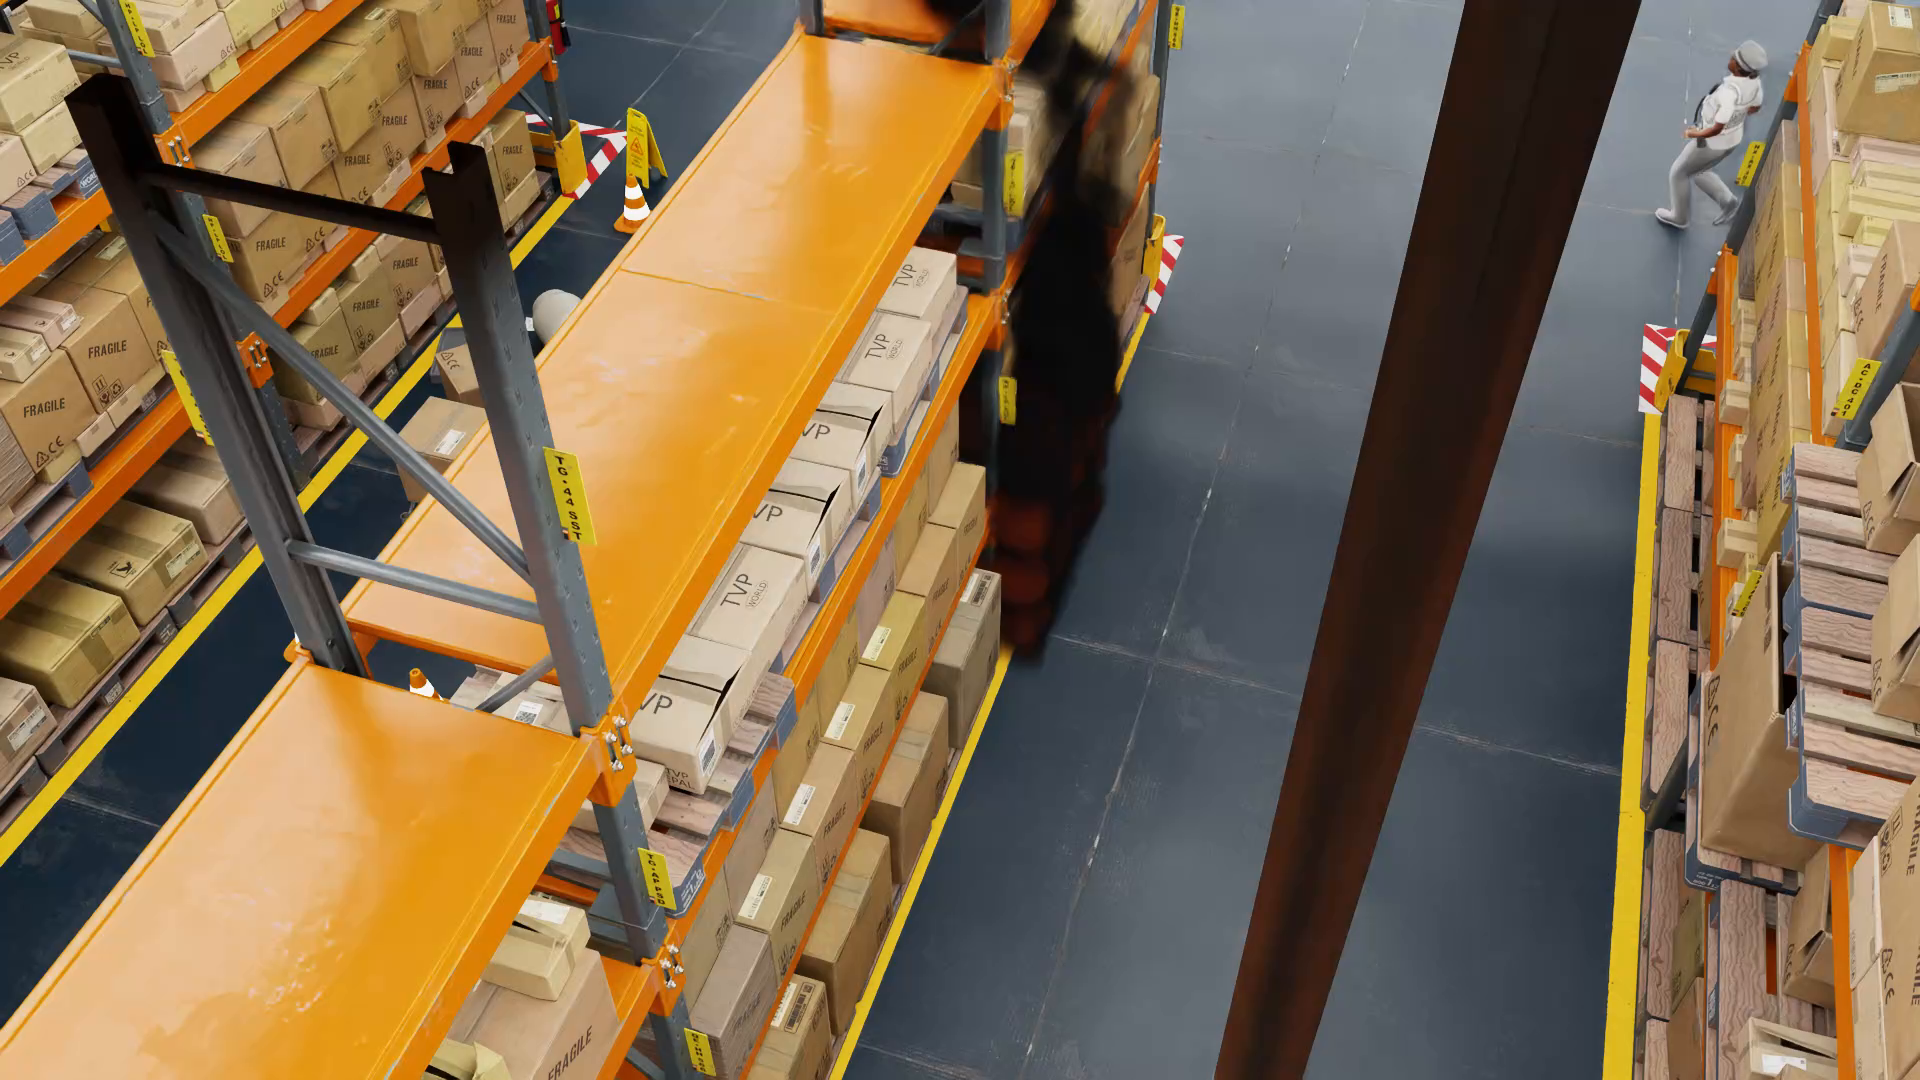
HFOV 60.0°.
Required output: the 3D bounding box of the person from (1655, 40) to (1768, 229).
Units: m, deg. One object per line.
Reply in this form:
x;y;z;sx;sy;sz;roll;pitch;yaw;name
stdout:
5.942;-3.099;12.991;0.588;1.653;0.627;-28;52;-25;person
